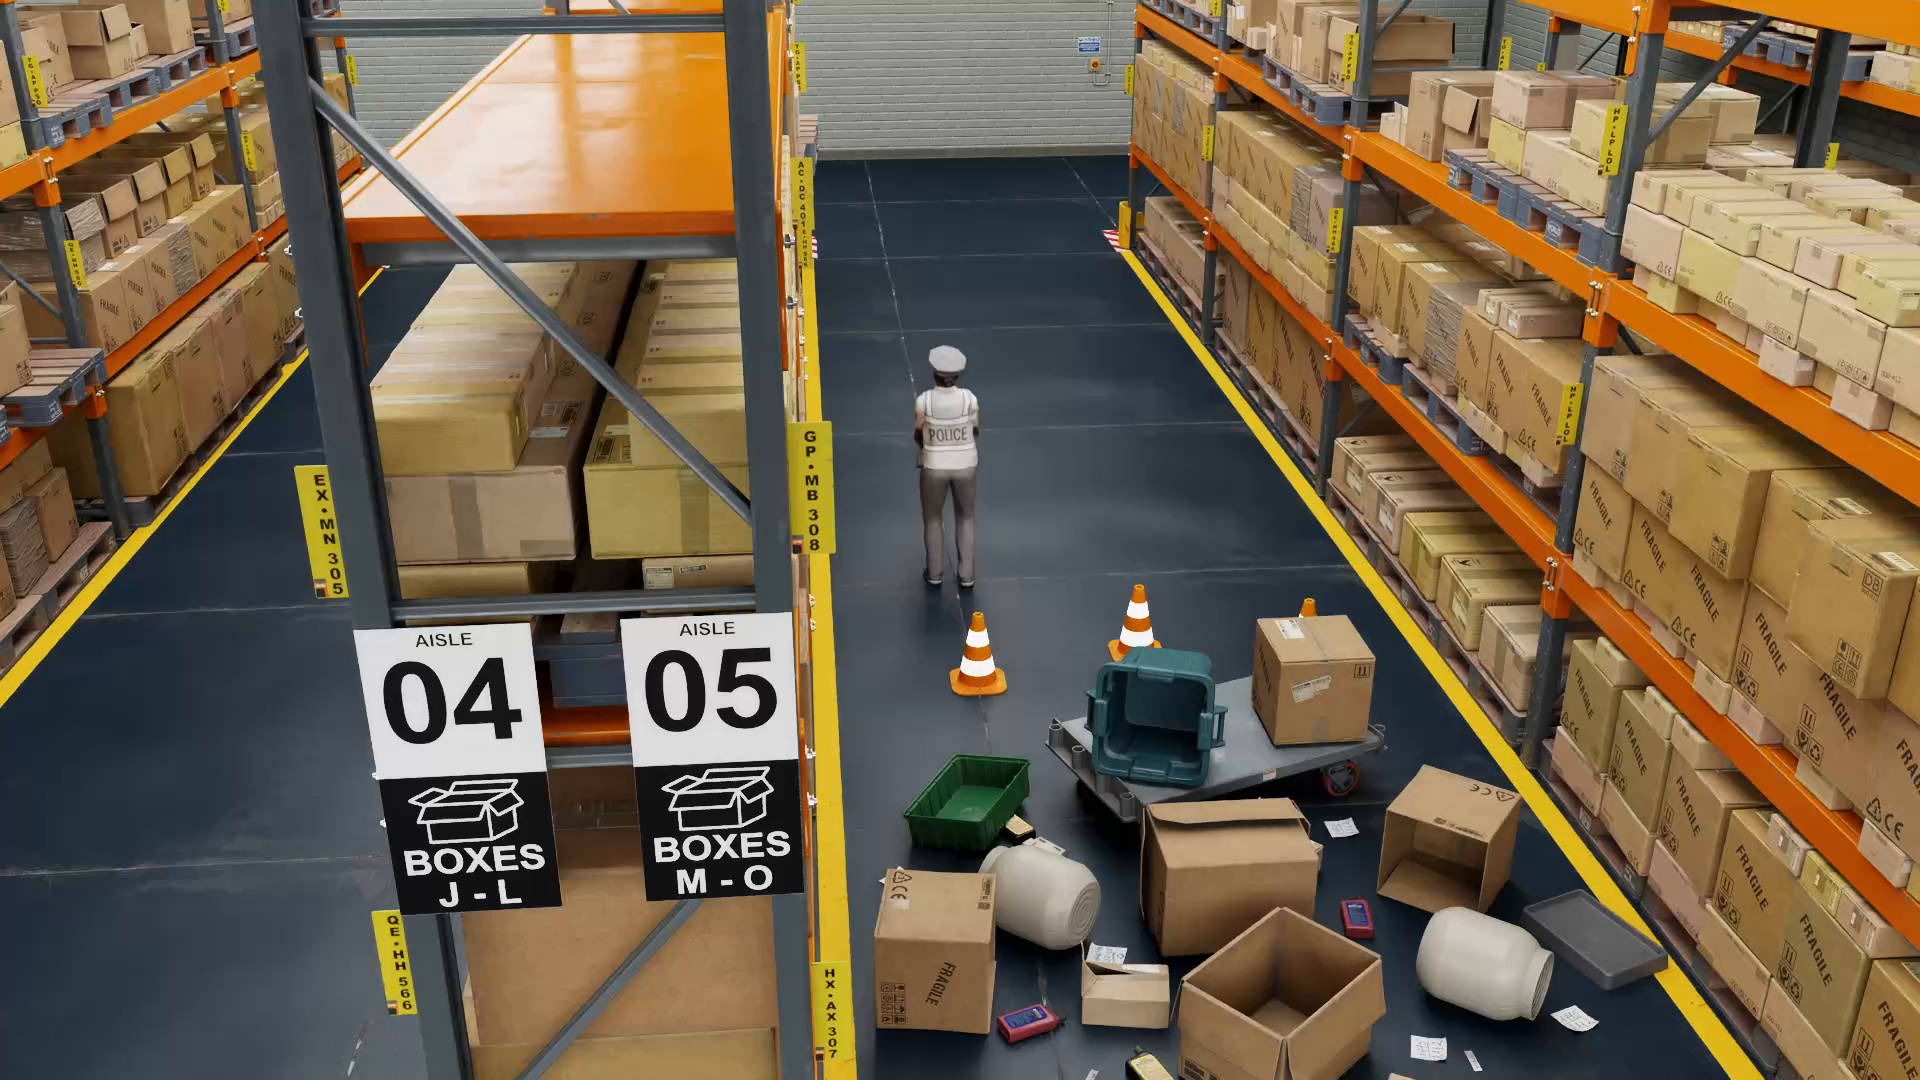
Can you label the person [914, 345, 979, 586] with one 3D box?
[{"bbox_3d":[-0.093,-0.511,11.229,0.441,1.692,0.512,-3,24,-6],"label":"person"}]
